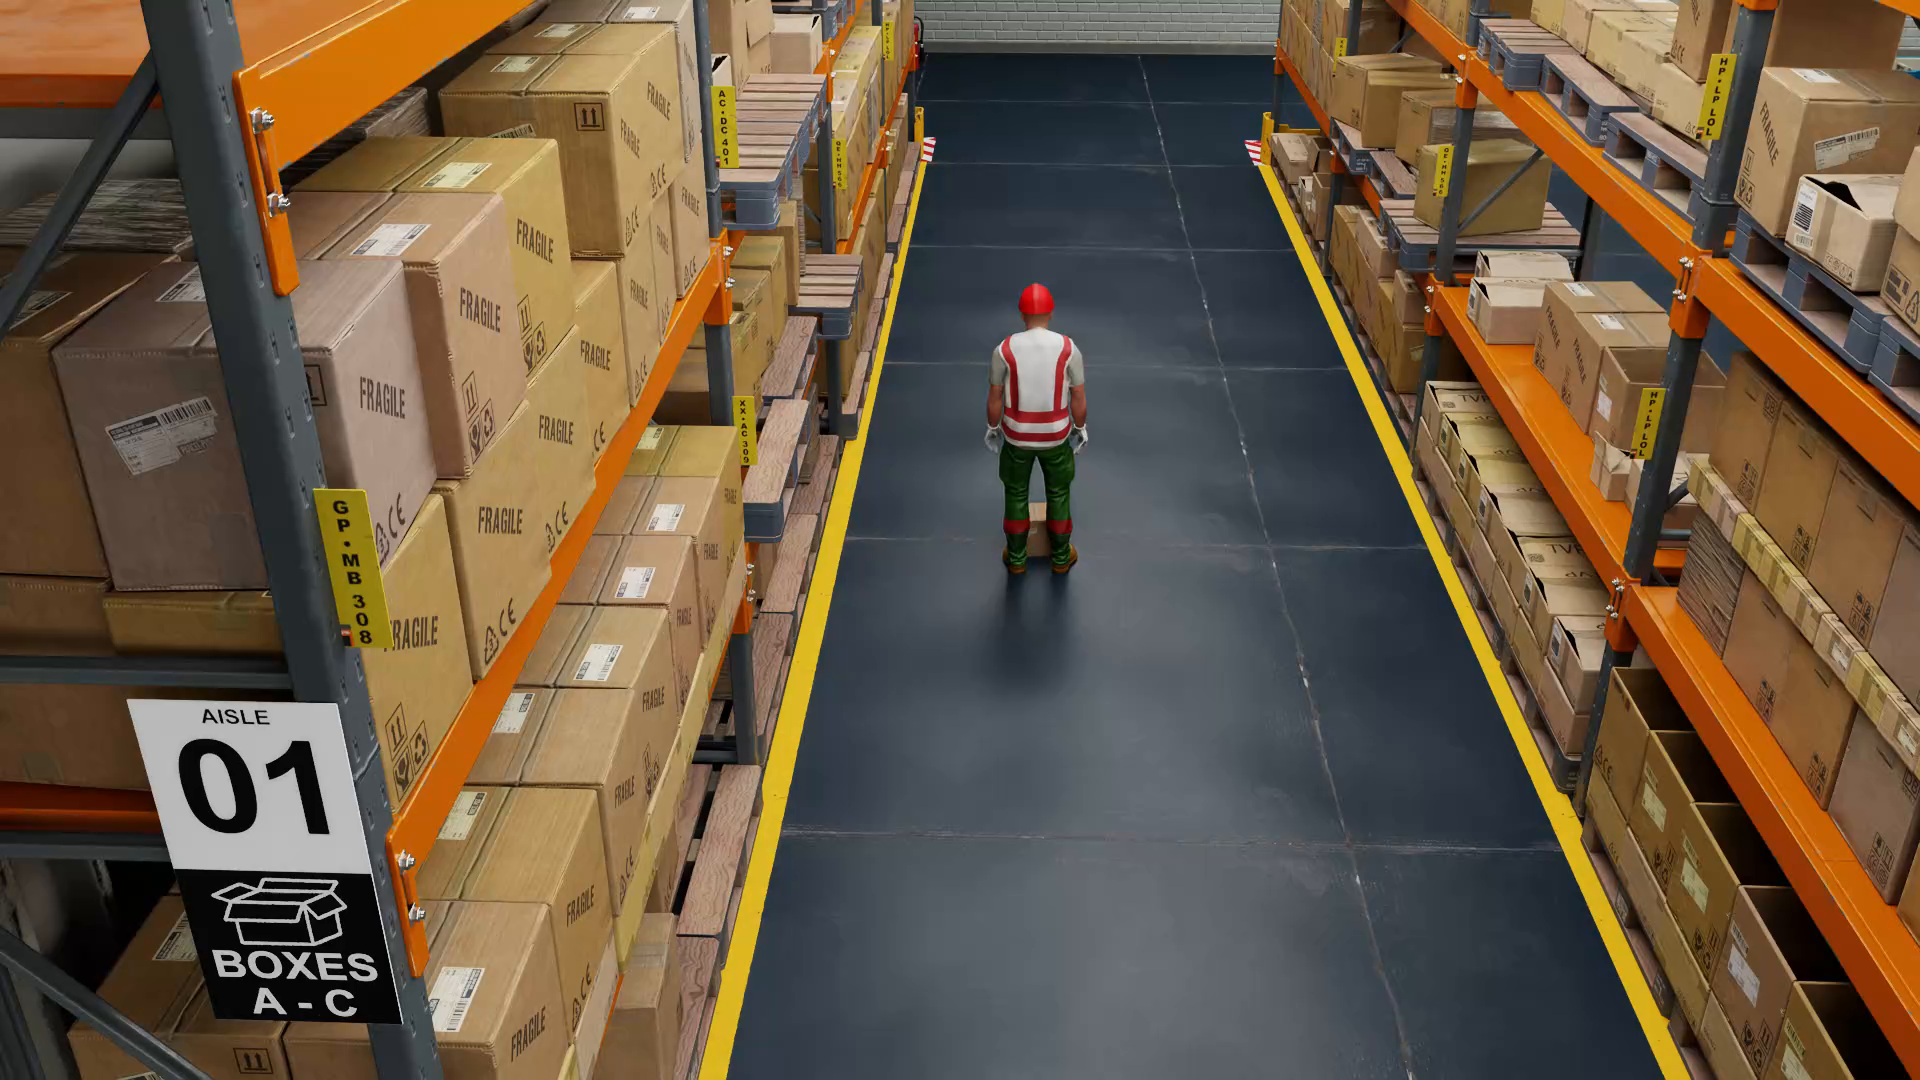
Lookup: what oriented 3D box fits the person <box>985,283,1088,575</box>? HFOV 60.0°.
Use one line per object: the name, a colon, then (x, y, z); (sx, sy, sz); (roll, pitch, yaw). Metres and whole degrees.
person: (0.453, -0.635, 9.812); (0.609, 1.780, 0.447); (1, 28, 2)
